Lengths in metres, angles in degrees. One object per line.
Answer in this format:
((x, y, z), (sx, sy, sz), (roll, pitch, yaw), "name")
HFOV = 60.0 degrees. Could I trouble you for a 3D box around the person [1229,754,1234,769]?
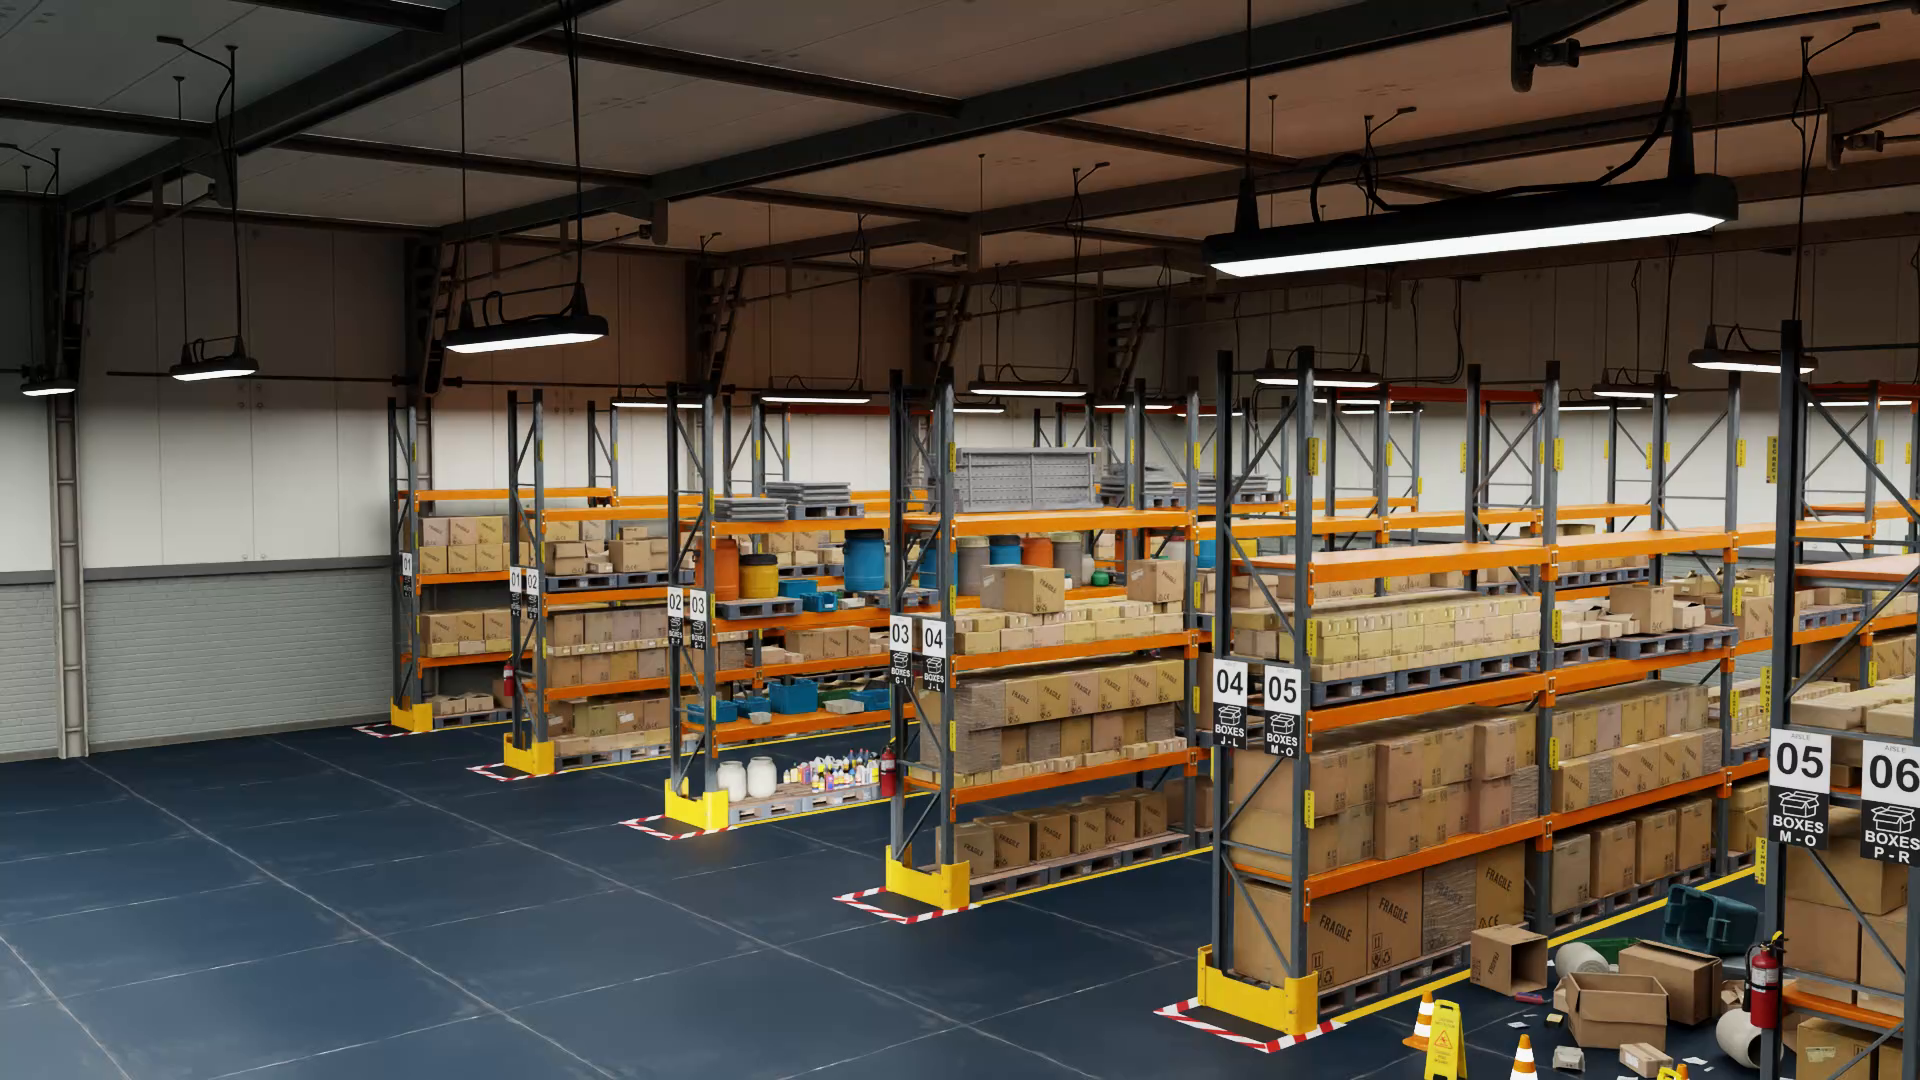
((3.907, 2.844, 24.593), (0.918, 1.716, 0.553), (-2, 4, -28), "person")
